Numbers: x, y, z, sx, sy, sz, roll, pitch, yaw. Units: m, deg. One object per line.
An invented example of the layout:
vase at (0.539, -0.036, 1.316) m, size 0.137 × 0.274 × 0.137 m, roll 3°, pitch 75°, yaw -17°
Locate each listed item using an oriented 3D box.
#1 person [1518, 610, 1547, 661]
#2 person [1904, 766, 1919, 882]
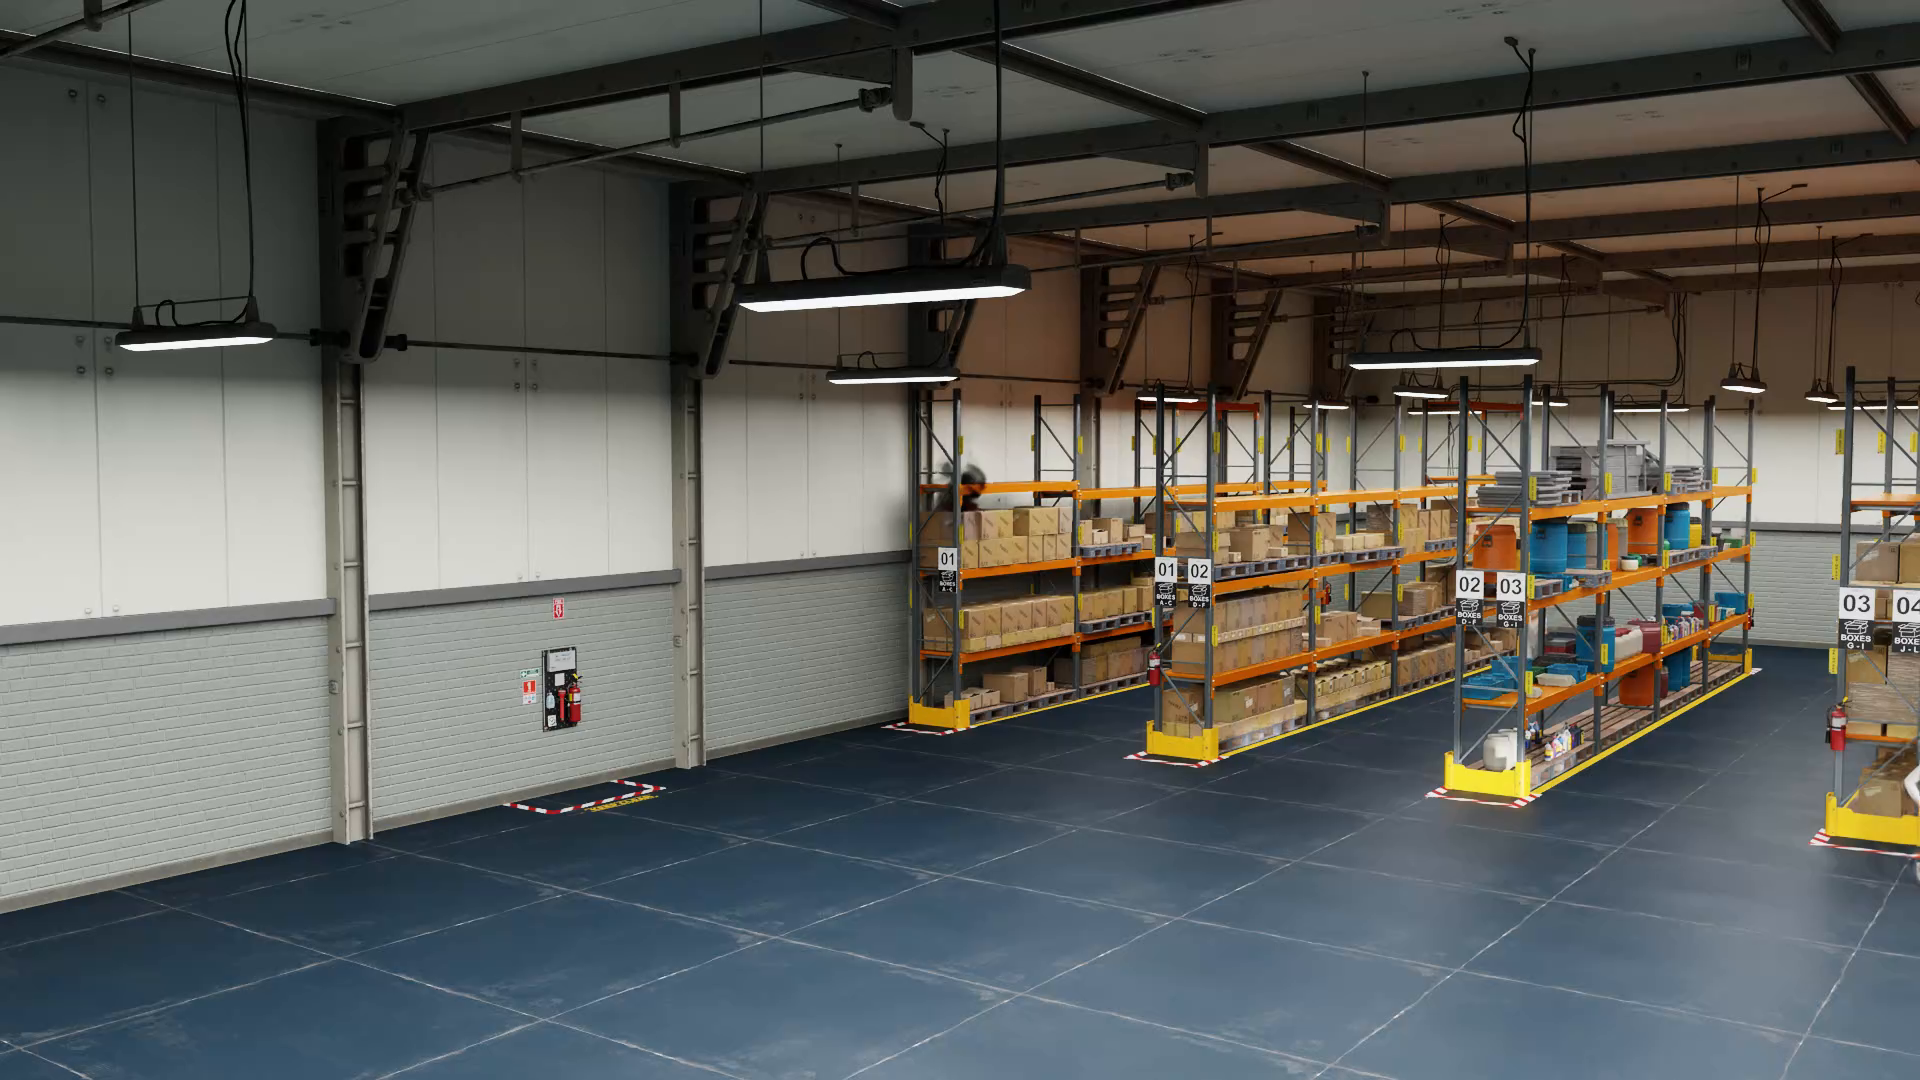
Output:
person at (11.918, 2.210, 34.682) m, size 0.593 × 1.642 × 0.687 m, roll 2°, pitch 4°, yaw 28°
person at (11.037, 3.057, 18.644) m, size 0.637 × 1.734 × 0.635 m, roll -1°, pitch 4°, yaw -24°
